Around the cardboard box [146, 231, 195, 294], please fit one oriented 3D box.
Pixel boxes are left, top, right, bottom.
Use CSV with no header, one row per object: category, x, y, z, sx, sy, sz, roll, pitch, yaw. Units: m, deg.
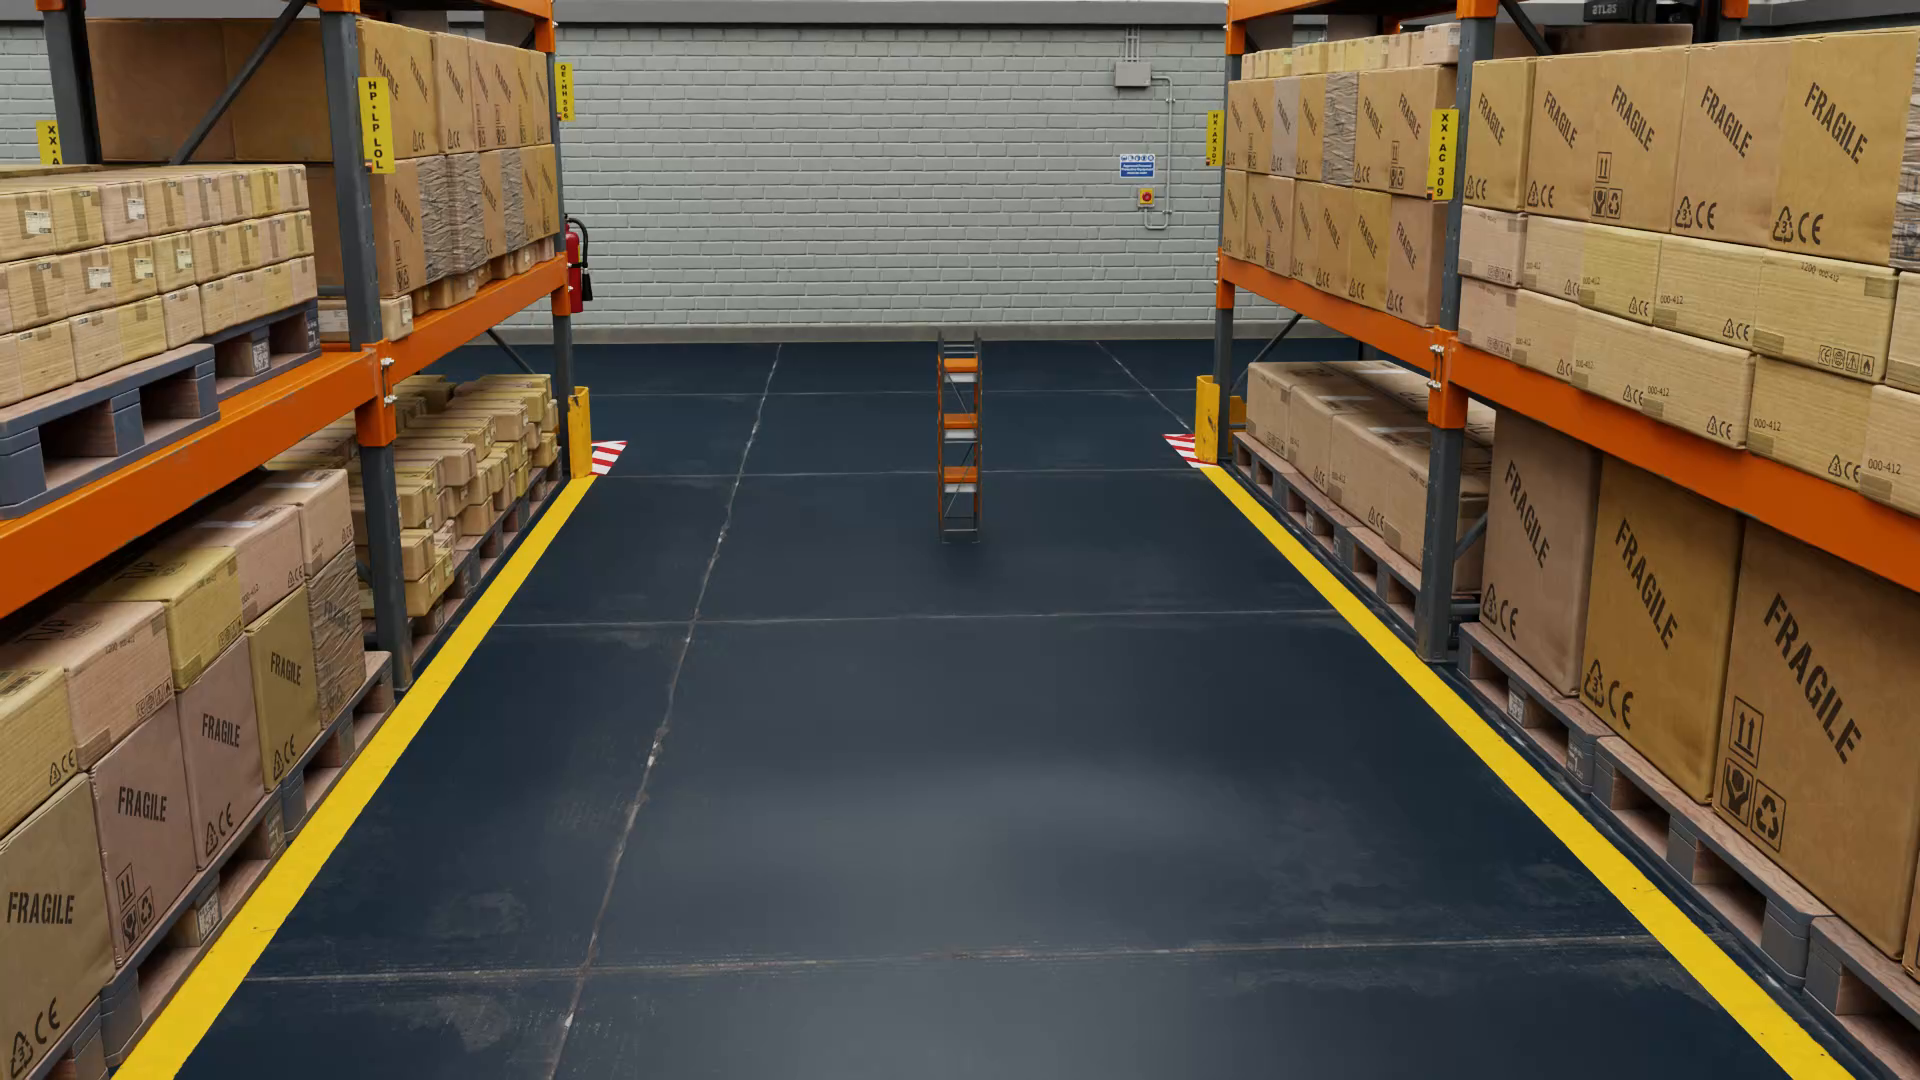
cardboard box,-2.305,-0.748,4.479,0.380,0.149,0.250,-2,15,-6

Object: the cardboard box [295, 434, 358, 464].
cardboard box,-3.029,-0.397,7.733,0.380,0.149,0.250,-1,14,-5

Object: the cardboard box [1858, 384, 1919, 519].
cardboard box,2.251,-0.161,3.433,0.500,0.250,0.500,-1,14,-2

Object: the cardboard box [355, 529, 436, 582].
cardboard box,-2.296,0.060,6.555,0.380,0.149,0.250,0,14,-1

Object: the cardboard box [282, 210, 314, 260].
cardboard box,-2.371,-1.008,5.489,0.380,0.149,0.250,0,14,-2

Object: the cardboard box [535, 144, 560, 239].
cardboard box,-2.556,-1.958,9.318,0.500,0.500,0.500,-1,14,-2

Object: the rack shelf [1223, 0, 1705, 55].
rack shelf,2.217,-2.581,7.963,1.077,0.370,4.000,-1,14,-3

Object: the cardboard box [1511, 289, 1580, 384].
cardboard box,2.139,-0.665,5.392,0.500,0.250,0.500,-1,14,-5

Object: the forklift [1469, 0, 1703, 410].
forklift,4.579,-1.920,10.107,1.130,2.935,3.031,-8,16,-28

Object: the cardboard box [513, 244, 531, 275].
cardboard box,-2.491,-1.487,8.790,0.380,0.149,0.250,0,14,-2

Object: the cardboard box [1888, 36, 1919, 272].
cardboard box,2.256,-0.770,3.290,0.500,0.500,0.500,-1,14,-2

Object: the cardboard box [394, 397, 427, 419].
cardboard box,-3.025,-0.657,8.743,0.380,0.149,0.250,-2,15,-6

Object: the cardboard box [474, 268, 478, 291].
cardboard box,-2.477,-1.225,7.771,0.380,0.149,0.250,0,14,-1

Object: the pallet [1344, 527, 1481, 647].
pallet,2.372,0.180,7.402,1.003,0.211,1.213,-1,14,-3

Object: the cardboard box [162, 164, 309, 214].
cardboard box,-2.373,-1.151,5.448,0.380,0.149,0.250,0,14,-1

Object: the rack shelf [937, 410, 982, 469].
rack shelf,-0.003,-0.511,8.450,0.215,0.259,0.240,-1,14,-3

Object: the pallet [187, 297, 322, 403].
pallet,-2.691,-0.593,5.196,1.003,0.211,1.213,-1,14,-3

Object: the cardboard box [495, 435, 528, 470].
cardboard box,-2.444,-0.455,8.557,0.380,0.149,0.250,-1,14,-3

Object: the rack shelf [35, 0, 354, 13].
rack shelf,-2.469,-1.485,3.702,1.077,0.370,4.000,-1,14,-3

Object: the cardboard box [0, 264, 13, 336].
cardboard box,-2.244,-0.491,3.479,0.380,0.149,0.250,-1,14,-3

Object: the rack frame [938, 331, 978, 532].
rack frame,-0.011,-0.552,8.565,0.200,1.050,0.008,-1,14,-3

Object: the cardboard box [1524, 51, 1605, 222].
cardboard box,2.141,-1.272,5.245,0.500,0.500,0.500,-1,14,-4

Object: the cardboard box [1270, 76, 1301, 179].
cardboard box,1.918,-2.127,8.567,0.500,0.500,0.500,-1,14,-4

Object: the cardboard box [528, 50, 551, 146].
cardboard box,-2.564,-2.440,9.185,0.500,0.500,0.500,-1,14,-5

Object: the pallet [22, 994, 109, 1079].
pallet,-2.392,1.273,3.156,1.003,0.211,1.213,-1,14,-3

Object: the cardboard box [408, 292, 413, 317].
cardboard box,-2.443,-0.961,6.744,0.380,0.149,0.250,-2,15,-6

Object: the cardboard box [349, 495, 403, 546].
cardboard box,-2.408,-0.078,6.494,0.380,0.149,0.250,0,14,-1

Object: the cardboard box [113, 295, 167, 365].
cardboard box,-2.287,-0.540,4.268,0.380,0.149,0.250,0,14,-1

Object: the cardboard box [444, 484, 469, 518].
cardboard box,-2.460,-0.198,7.556,0.380,0.149,0.250,0,14,-1

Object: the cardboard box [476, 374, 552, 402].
cardboard box,-2.555,-0.856,9.518,0.380,0.149,0.250,-1,14,-3

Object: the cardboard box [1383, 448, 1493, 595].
cardboard box,2.409,-0.100,7.195,0.875,0.438,0.875,-1,14,-4

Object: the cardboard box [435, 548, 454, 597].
cardboard box,-2.311,0.137,6.851,0.380,0.149,0.250,0,14,-2

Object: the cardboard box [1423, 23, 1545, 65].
cardboard box,2.004,-1.898,6.375,0.380,0.149,0.250,-1,14,-5

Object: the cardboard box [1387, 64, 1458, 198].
cardboard box,2.036,-1.625,6.617,0.500,0.500,0.500,-1,14,-4

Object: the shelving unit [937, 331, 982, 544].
shelving unit,-0.003,-0.522,8.447,0.215,1.050,0.252,-1,14,-3

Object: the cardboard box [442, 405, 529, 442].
cardboard box,-2.429,-0.599,8.519,0.380,0.149,0.250,0,14,-1

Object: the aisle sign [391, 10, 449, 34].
aisle sign,-3.145,-3.146,9.515,0.394,0.787,0.004,-1,14,-3

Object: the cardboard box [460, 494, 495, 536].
cardboard box,-2.416,-0.118,7.846,0.380,0.149,0.250,-1,14,-5

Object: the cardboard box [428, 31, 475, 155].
cardboard box,-2.425,-1.925,7.185,0.500,0.500,0.500,-1,14,-3

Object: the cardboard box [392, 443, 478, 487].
cardboard box,-2.404,-0.339,7.507,0.380,0.149,0.250,-1,14,-2

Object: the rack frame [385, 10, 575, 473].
rack frame,-2.841,-1.873,9.786,1.000,3.000,0.127,-1,14,-3

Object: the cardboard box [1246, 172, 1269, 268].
cardboard box,1.896,-1.774,9.200,0.500,0.500,0.500,-1,14,-4

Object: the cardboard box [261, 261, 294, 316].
cardboard box,-2.354,-0.800,5.276,0.380,0.149,0.250,-1,14,-3

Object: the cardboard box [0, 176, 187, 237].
cardboard box,-2.314,-0.894,4.447,0.380,0.149,0.250,-1,14,-5

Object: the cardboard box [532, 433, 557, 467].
cardboard box,-2.483,-0.506,9.350,0.380,0.149,0.250,0,14,-2

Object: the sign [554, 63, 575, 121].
sign,-2.286,-2.590,9.616,0.100,0.325,0.005,-1,14,-3

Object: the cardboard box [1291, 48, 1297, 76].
cardboard box,1.931,-2.469,8.592,0.380,0.149,0.250,-1,14,-3

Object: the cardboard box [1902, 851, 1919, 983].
cardboard box,2.629,0.668,3.333,0.875,0.875,0.875,-1,14,-4

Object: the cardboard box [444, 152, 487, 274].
cardboard box,-2.405,-1.446,7.331,0.500,0.500,0.500,-1,14,-5

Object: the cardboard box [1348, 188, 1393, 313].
cardboard box,2.020,-1.267,7.232,0.500,0.500,0.500,-1,14,-5

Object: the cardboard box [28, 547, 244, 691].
cardboard box,-2.229,0.206,4.373,0.500,0.250,0.500,-2,15,-6

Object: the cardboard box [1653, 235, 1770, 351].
cardboard box,2.185,-0.655,4.348,0.500,0.250,0.500,-1,14,-5

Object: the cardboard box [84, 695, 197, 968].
cardboard box,-2.206,0.691,3.993,0.500,0.500,0.500,-1,14,-5

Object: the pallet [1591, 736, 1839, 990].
pallet,2.543,0.866,4.739,1.003,0.211,1.213,-1,14,-3

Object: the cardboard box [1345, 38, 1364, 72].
cardboard box,1.988,-2.217,7.615,0.380,0.149,0.250,-1,14,-5

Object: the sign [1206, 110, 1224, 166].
sign,1.539,-2.425,10.036,0.100,0.325,0.005,-1,14,-3
